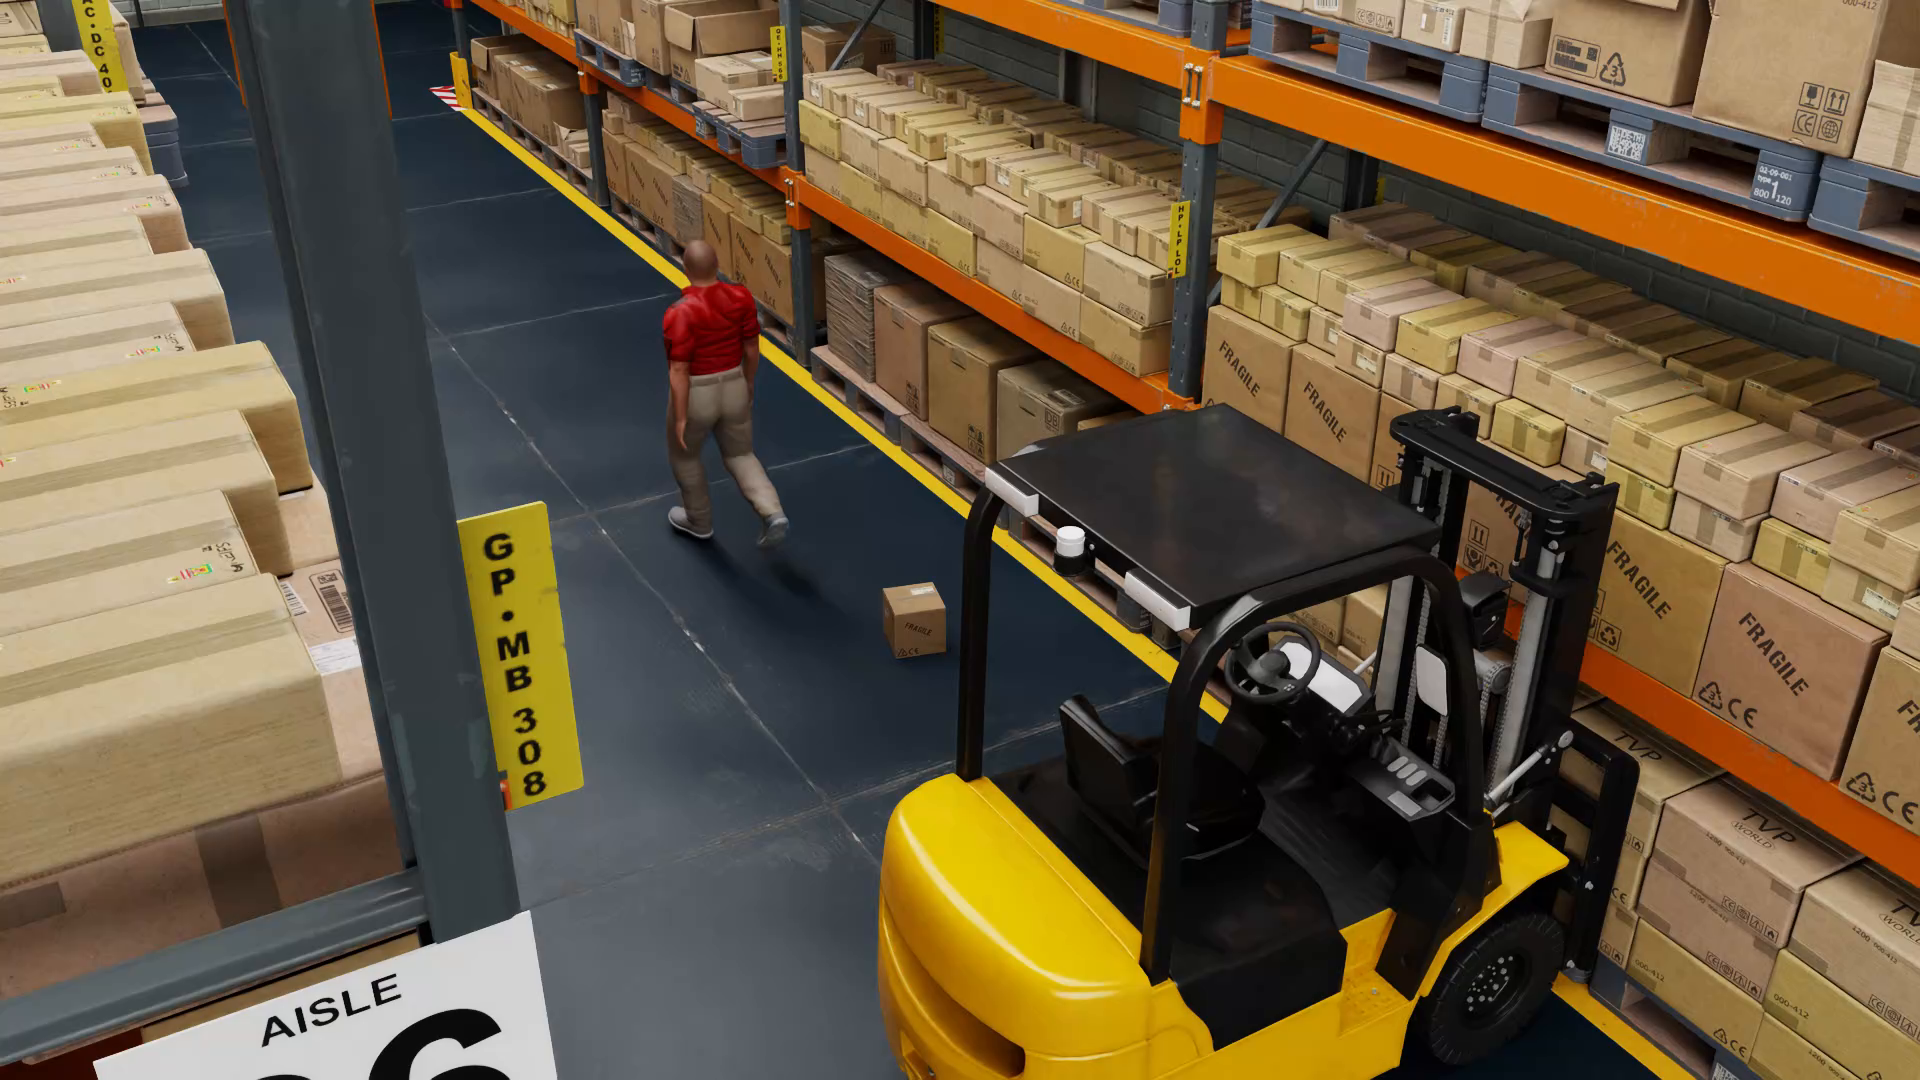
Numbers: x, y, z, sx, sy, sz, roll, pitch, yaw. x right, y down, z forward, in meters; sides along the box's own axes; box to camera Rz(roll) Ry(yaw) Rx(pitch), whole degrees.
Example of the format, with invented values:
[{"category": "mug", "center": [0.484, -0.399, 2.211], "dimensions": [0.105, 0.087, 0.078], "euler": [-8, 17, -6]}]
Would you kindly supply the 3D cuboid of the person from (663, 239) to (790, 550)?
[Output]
[{"category": "person", "center": [-1.236, -0.719, 8.435], "dimensions": [0.546, 1.685, 0.863], "euler": [-20, 34, -31]}]
